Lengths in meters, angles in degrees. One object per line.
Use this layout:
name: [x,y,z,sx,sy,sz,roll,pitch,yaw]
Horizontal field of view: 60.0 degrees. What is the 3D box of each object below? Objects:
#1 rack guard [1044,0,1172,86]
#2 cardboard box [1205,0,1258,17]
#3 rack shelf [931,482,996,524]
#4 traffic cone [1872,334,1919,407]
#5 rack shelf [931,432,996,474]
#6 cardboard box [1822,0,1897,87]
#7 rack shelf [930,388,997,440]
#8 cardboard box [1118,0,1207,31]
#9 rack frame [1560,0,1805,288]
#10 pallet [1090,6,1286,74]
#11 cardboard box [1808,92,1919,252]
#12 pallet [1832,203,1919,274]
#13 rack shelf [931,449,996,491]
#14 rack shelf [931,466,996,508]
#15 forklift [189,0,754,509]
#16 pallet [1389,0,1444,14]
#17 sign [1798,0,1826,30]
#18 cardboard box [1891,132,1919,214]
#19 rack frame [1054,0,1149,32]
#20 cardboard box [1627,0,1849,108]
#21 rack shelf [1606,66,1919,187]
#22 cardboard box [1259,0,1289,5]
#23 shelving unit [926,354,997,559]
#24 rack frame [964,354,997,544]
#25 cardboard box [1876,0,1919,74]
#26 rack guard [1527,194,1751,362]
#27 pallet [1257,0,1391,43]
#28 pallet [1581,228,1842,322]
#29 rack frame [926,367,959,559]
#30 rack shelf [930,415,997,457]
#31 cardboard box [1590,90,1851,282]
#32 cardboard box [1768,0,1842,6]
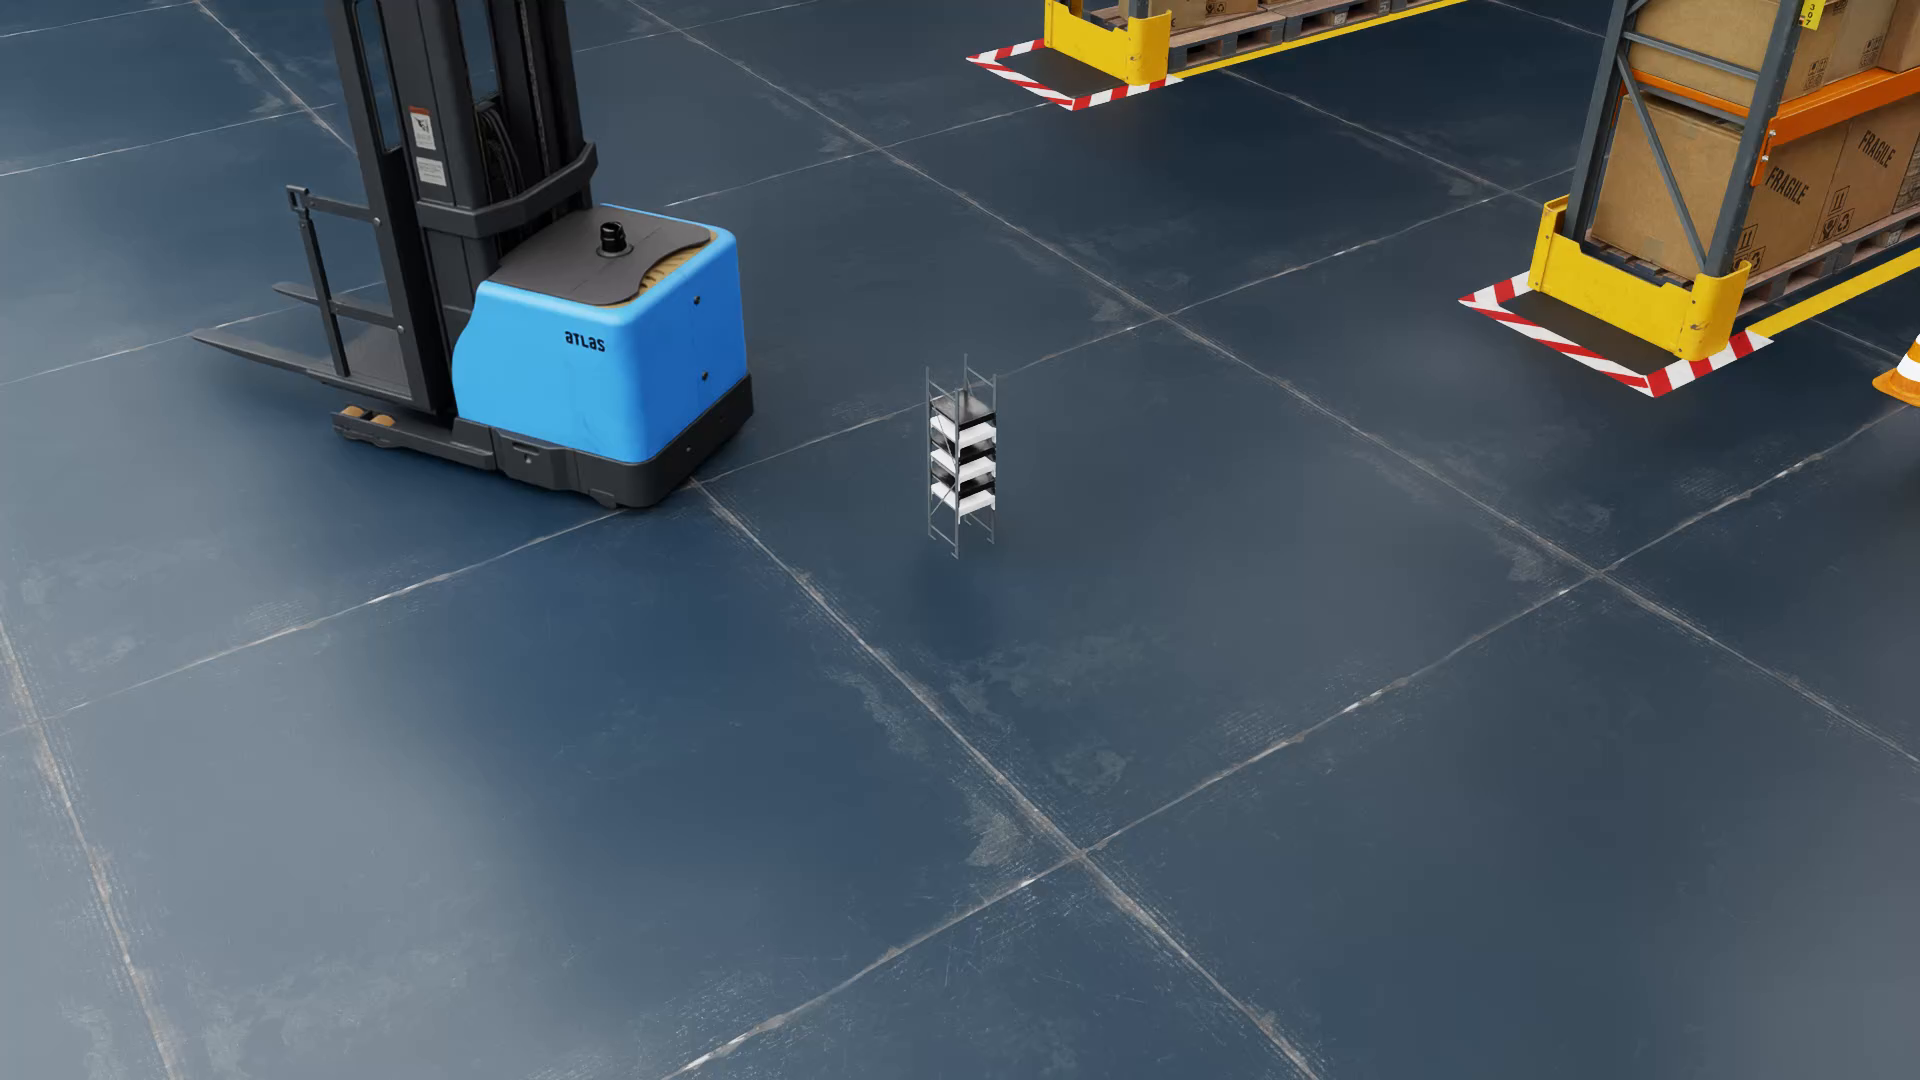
rack guard: [1.120,-3.937,12.796,0.348,0.500,1.175,-22,41,-28]
cardboard box: [2.047,-4.501,13.221,0.500,0.500,0.500,-12,37,-16]
rack shelf: [0.007,-0.195,7.616,0.200,0.077,0.258,-22,41,-28]
traffic cone: [5.085,-0.996,8.739,0.334,0.463,0.336,-22,41,-28]
rack shelf: [0.007,-0.414,7.458,0.200,0.077,0.258,-22,41,-28]
cardboard box: [4.547,-2.928,9.123,0.550,0.550,0.875,-22,41,-28]
rack shelf: [0.007,-0.560,7.353,0.200,0.077,0.258,-22,41,-28]
cardboard box: [1.578,-4.284,12.919,0.500,0.500,0.500,-15,38,-20]
rack frame: [3.833,-2.525,8.692,0.127,3.000,1.000,-22,41,-28]
pallet: [1.805,-4.076,13.237,1.213,0.211,1.003,-22,41,-28]
cardboard box: [5.067,-2.390,9.963,0.875,0.875,0.875,-23,42,-29]
pallet: [5.438,-2.107,10.499,1.213,0.211,1.003,-22,41,-28]
rack shelf: [0.007,-0.341,7.511,0.200,0.077,0.258,-22,41,-28]
rack shelf: [0.007,-0.268,7.563,0.200,0.077,0.258,-22,41,-28]
forklift: [-2.618,-1.915,7.902,3.031,2.935,1.130,15,38,20]
pallet: [3.799,-4.897,14.378,1.213,0.211,1.003,-22,41,-28]
sign: [4.147,-2.642,8.045,0.005,0.325,0.100,-22,41,-28]
cardboard box: [5.813,-2.695,10.389,0.875,0.875,0.875,-22,41,-28]
rack frame: [1.058,-4.926,12.031,0.127,3.000,1.000,-22,41,-28]
cardboard box: [4.110,-2.732,8.852,0.550,0.550,0.875,-22,41,-28]
rack shelf: [5.467,-2.906,9.837,4.000,0.370,1.077,-22,41,-28]
cardboard box: [2.570,-4.703,13.501,0.500,0.500,0.500,-18,40,-24]
shelving unit: [0.007,-0.368,7.491,0.210,0.900,0.258,-22,41,-28]
rack frame: [0.090,-0.402,7.539,0.006,0.900,0.240,-22,41,-28]
cardboard box: [5.077,-3.056,9.302,0.550,0.550,0.875,-22,41,-28]
rack guard: [3.813,-1.502,9.410,0.348,0.500,1.175,-22,41,-28]
pallet: [2.801,-4.484,13.804,1.213,0.211,1.003,-22,41,-28]
pallet: [4.441,-1.699,9.932,1.213,0.211,1.003,-22,41,-28]
rack frame: [-0.076,-0.334,7.443,0.006,0.900,0.240,-22,41,-28]
rack shelf: [0.007,-0.487,7.405,0.200,0.077,0.258,-22,41,-28]
cardboard box: [4.349,-2.093,9.551,0.875,0.875,0.875,-22,41,-28]
cardboard box: [4.158,-3.131,8.481,0.550,0.550,0.875,-22,41,-28]
